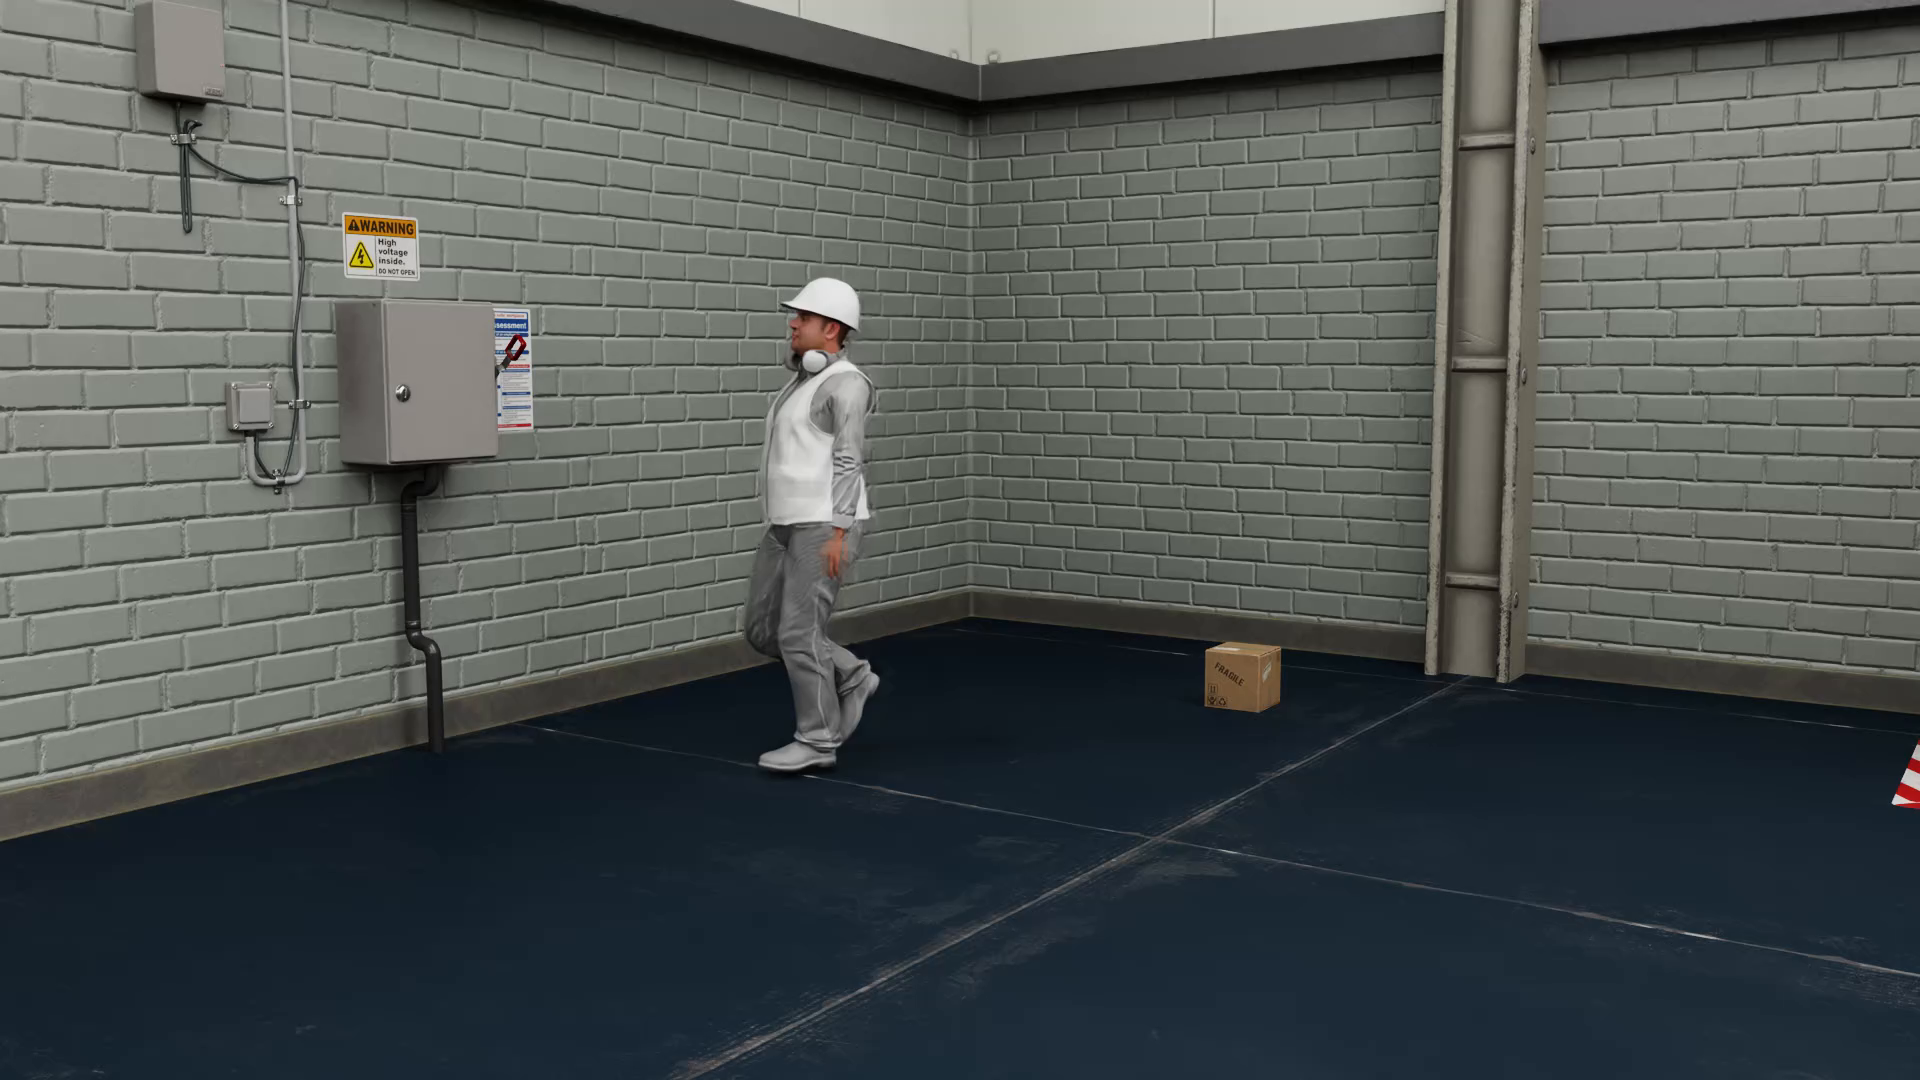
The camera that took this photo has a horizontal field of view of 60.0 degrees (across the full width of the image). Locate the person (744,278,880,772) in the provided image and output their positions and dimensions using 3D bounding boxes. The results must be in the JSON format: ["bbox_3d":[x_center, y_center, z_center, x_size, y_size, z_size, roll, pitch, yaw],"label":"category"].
[{"bbox_3d":[-0.504,-0.062,6.030,0.543,1.758,0.529,-3,7,-26],"label":"person"}]
